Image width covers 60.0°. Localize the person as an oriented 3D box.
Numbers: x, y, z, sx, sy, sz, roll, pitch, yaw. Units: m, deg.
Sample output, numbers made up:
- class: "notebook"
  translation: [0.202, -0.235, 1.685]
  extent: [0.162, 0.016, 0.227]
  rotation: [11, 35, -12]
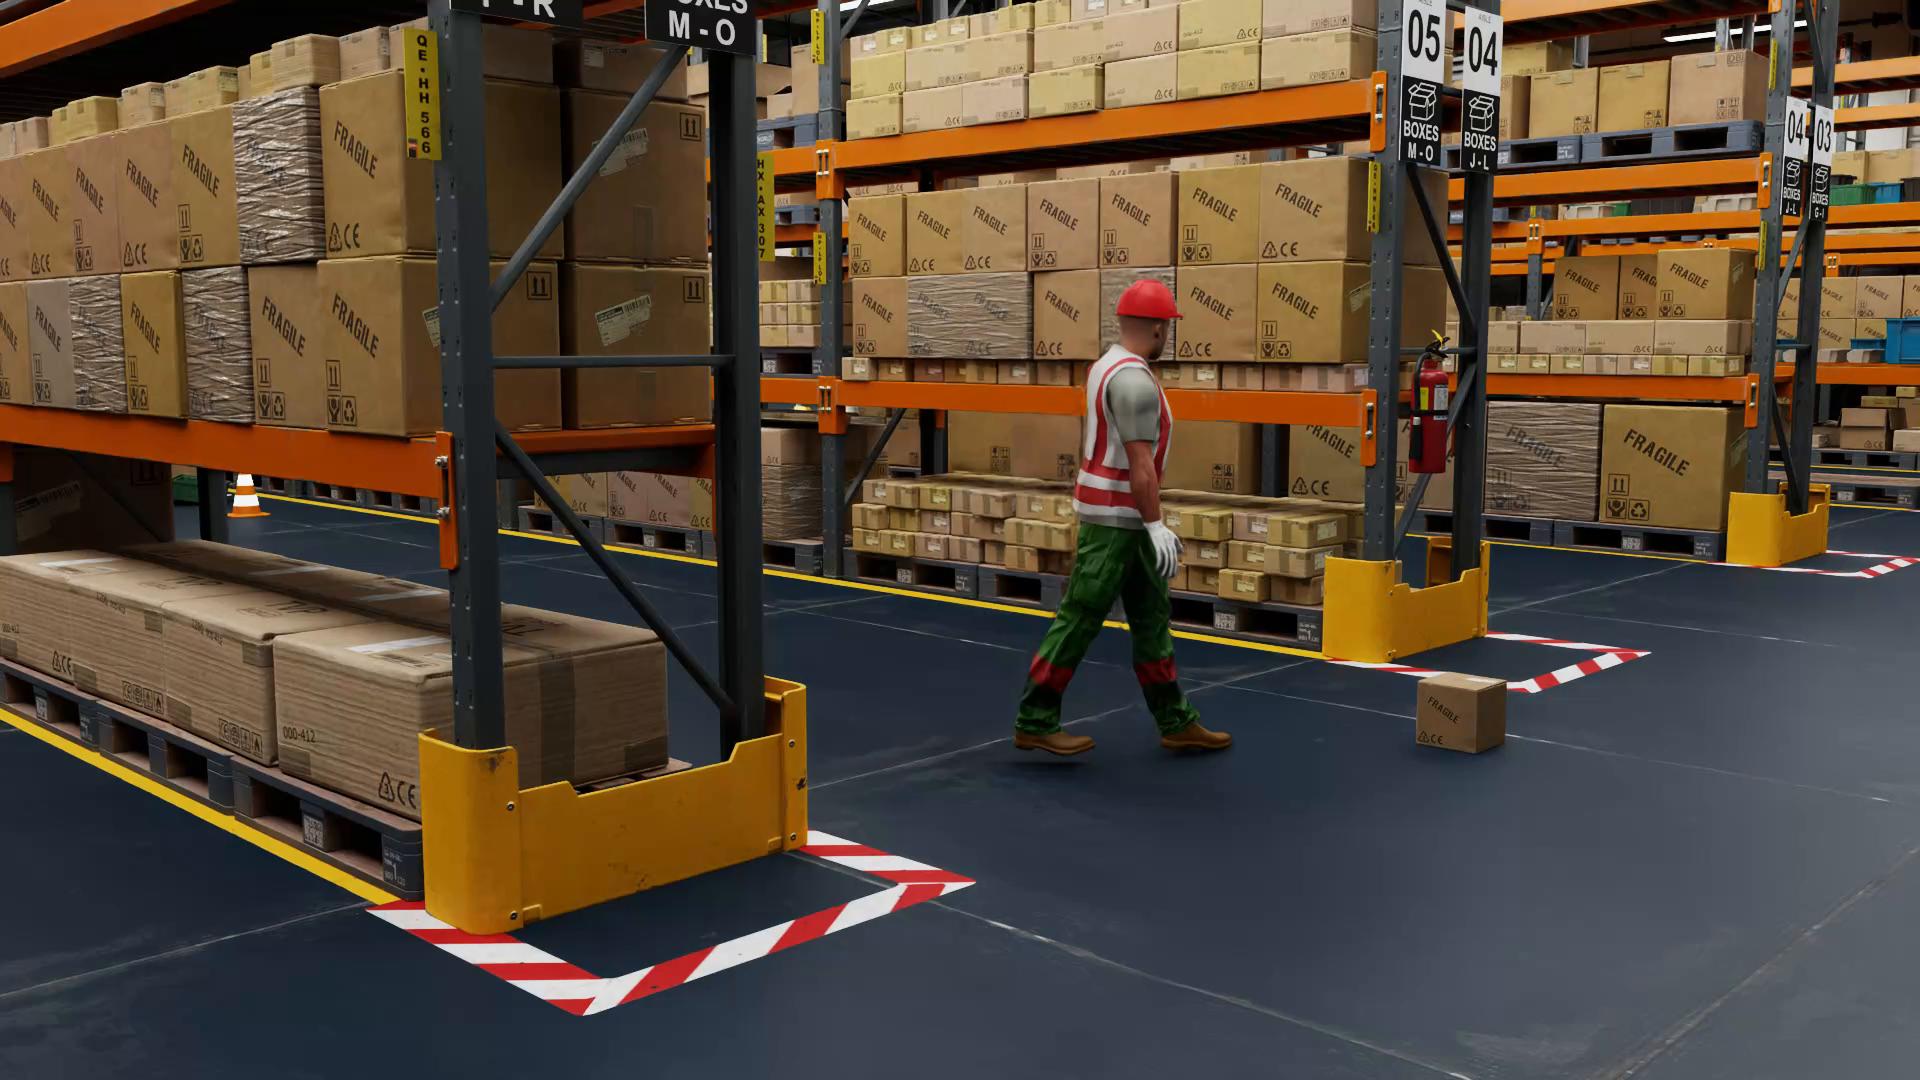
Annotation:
- class: "person"
  translation: [0.622, -0.063, 6.113]
  extent: [0.840, 1.765, 0.550]
  rotation: [0, 7, 2]
